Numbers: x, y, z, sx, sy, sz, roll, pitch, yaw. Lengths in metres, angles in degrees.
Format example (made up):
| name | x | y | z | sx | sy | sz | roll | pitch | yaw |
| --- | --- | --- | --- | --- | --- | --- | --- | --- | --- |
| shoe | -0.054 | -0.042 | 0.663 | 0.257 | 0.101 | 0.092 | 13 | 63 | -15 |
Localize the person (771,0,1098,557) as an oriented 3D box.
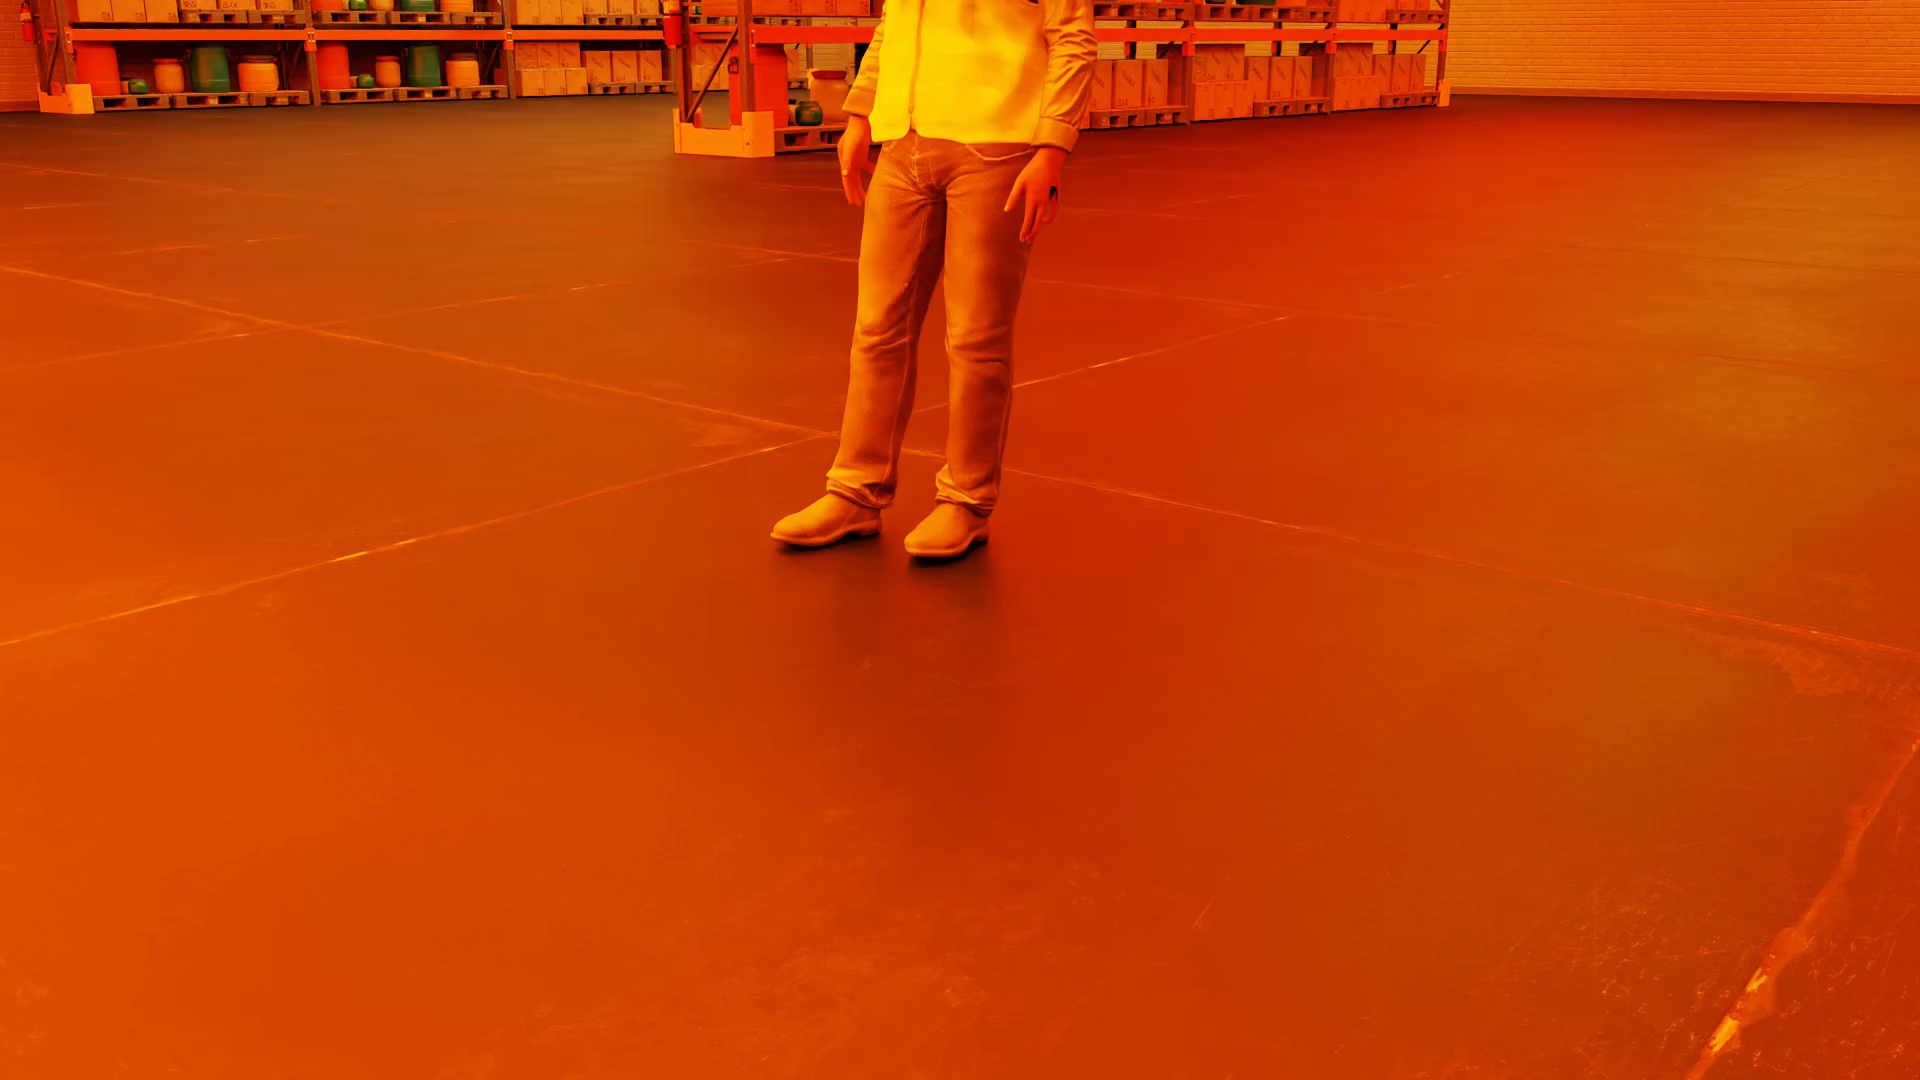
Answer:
| name | x | y | z | sx | sy | sz | roll | pitch | yaw |
| --- | --- | --- | --- | --- | --- | --- | --- | --- | --- |
| person | -0.046 | -0.843 | 3.642 | 0.632 | 1.773 | 0.568 | 13 | 21 | 37 |
